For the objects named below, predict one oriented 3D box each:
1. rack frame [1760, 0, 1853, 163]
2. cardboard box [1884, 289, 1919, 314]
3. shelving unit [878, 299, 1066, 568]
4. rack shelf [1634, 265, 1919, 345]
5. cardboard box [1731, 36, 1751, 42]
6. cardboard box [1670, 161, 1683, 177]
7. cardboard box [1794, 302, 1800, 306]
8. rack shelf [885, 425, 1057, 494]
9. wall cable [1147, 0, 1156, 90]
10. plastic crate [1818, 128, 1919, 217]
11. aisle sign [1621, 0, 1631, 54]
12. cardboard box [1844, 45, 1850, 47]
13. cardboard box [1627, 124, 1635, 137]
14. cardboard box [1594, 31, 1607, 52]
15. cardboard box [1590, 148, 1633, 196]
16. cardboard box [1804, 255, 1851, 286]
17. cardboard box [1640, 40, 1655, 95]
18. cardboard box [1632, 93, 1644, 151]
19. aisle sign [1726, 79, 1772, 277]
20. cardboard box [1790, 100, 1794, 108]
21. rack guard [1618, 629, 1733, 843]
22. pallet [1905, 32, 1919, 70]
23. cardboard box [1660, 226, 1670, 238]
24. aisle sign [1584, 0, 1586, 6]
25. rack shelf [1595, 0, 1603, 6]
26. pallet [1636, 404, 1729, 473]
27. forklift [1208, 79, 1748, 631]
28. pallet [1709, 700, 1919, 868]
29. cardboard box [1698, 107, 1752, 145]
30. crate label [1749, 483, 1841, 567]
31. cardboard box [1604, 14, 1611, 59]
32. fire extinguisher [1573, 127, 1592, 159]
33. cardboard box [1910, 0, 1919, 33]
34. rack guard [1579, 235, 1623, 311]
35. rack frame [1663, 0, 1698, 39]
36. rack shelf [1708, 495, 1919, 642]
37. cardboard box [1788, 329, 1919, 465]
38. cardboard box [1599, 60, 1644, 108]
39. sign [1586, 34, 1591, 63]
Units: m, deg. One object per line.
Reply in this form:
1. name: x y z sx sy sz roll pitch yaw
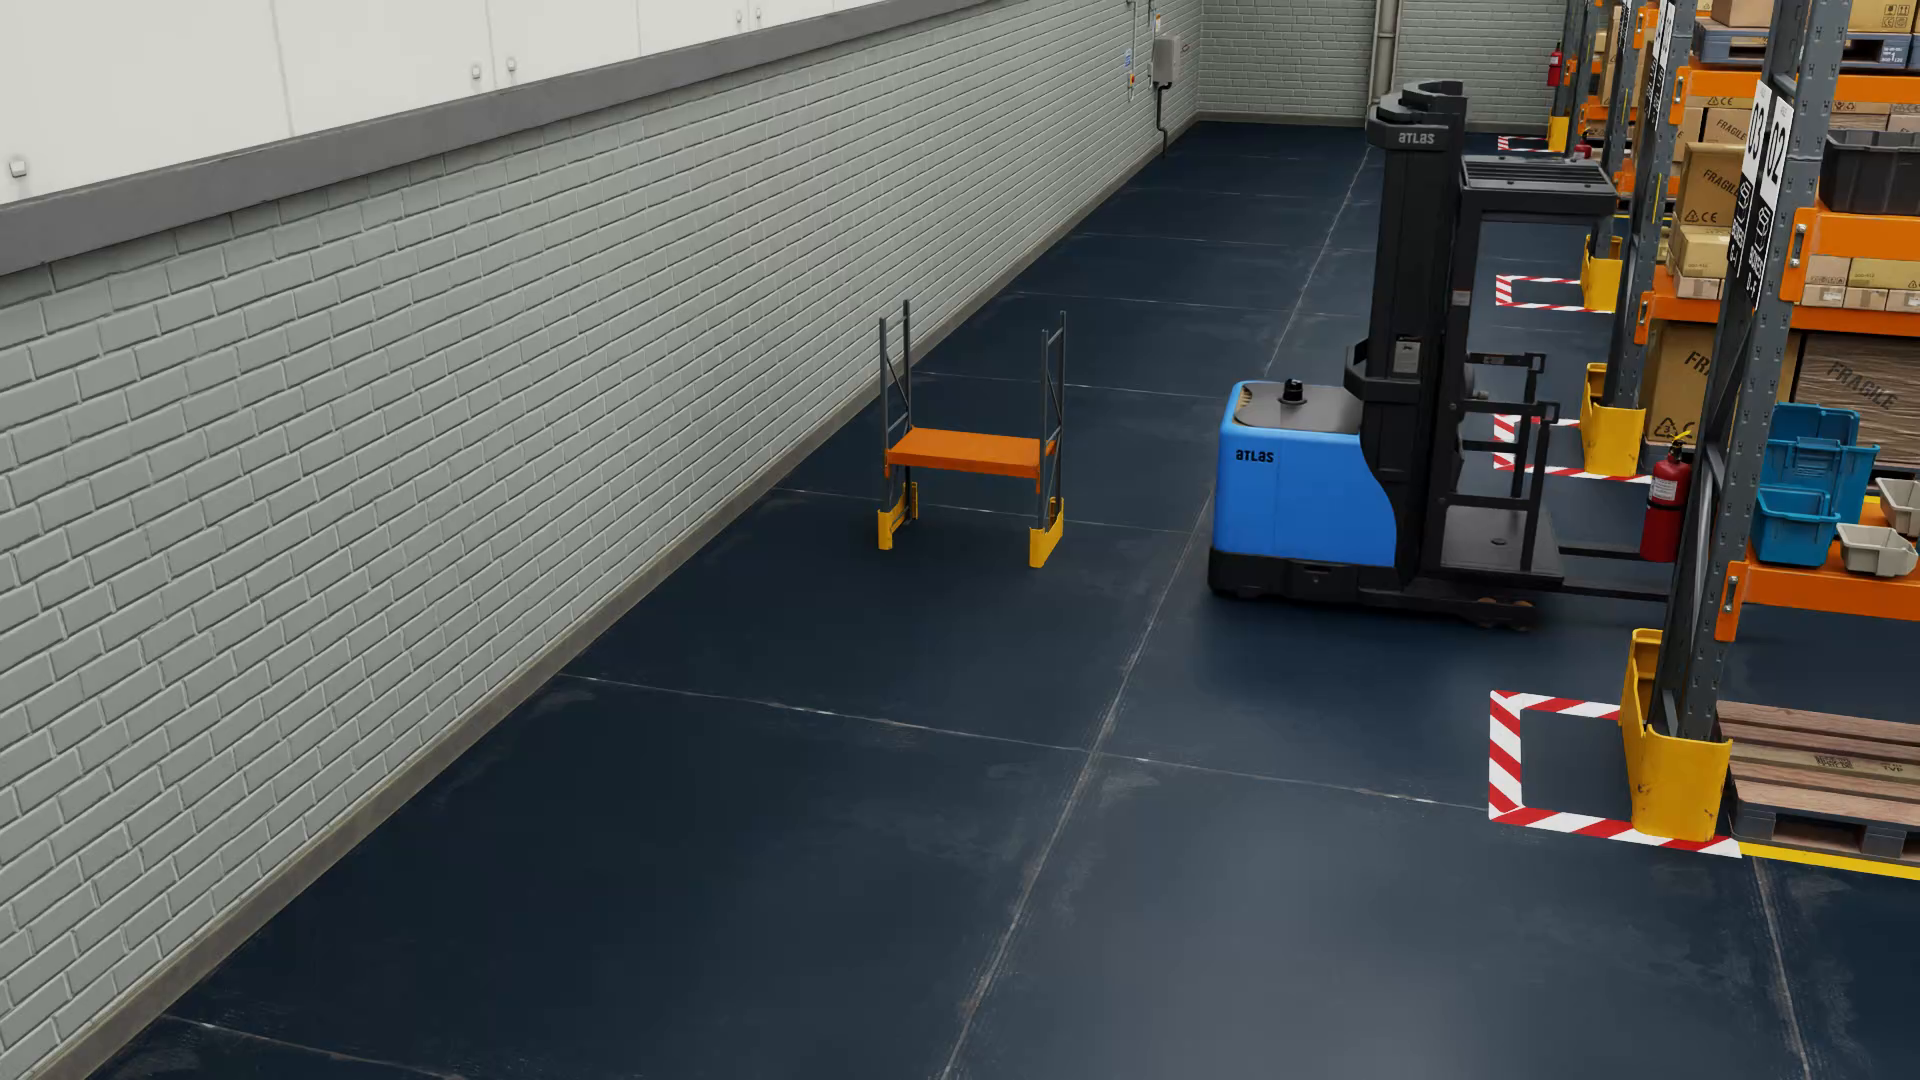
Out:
1. rack frame: 3.410 -3.032 6.305 0.127 3.000 1.000 7 23 16
2. cardboard box: 6.317 -1.641 11.150 0.250 0.149 0.380 6 23 15
3. shelving unit: 0.073 -0.686 10.465 1.083 1.500 0.587 7 23 16
4. rack shelf: 6.755 -1.504 11.433 4.000 0.370 1.077 7 23 16
5. cardboard box: 9.072 -5.902 19.756 0.500 0.500 0.500 6 23 15
6. cardboard box: 6.841 -3.564 15.836 0.250 0.149 0.380 7 23 17
7. cardboard box: 5.576 -1.726 11.356 0.250 0.149 0.380 6 23 14
8. rack shelf: 0.082 -0.518 10.531 1.000 0.185 0.538 7 23 16
9. wall cable: 2.697 -7.253 23.161 0.122 1.984 0.588 7 23 16
10. plastic crate: 3.698 -1.441 6.549 0.590 0.269 0.497 7 23 16
11. aisle sign: 6.214 -4.949 15.457 0.004 0.787 0.394 7 23 16
12. cardboard box: 8.373 -4.368 15.625 0.500 0.500 0.500 6 23 14
13. cardboard box: 10.087 -6.174 25.072 0.250 0.149 0.380 6 23 13
14. cardboard box: 9.490 -7.381 24.618 0.500 0.250 0.500 7 23 16
15. cardboard box: 8.364 -4.630 20.927 0.875 0.438 0.875 6 23 14
16. cardboard box: 5.722 -1.919 11.302 0.500 0.250 0.500 6 23 15
17. cardboard box: 6.880 -4.534 16.030 0.500 0.500 0.500 6 23 14
18. cardboard box: 6.875 -4.075 16.229 0.500 0.500 0.500 7 23 17
19. aisle sign: 3.426 -1.574 7.229 0.004 0.787 0.394 7 23 16
20. cardboard box: 7.700 -4.230 15.288 0.500 0.500 0.500 6 23 14
21. rack guard: 3.383 0.902 7.913 0.348 0.500 1.175 7 23 16
22. pallet: 6.726 -3.192 10.765 1.213 0.211 1.003 7 23 15
23. cardboard box: 6.950 -3.032 16.628 0.250 0.149 0.380 7 23 16
24. aisle sign: 7.724 -6.980 20.409 0.004 0.787 0.394 7 23 16
25. rack shelf: 9.618 -6.493 19.641 4.000 0.370 1.077 7 23 16
26. pallet: 5.629 -0.707 12.215 1.213 0.211 1.003 7 23 16
27. forklift: 3.057 -1.060 9.492 3.031 2.935 1.130 5 23 13
28. pallet: 4.188 1.138 7.718 1.213 0.211 1.003 7 23 16
29. cardboard box: 7.240 -3.832 15.636 0.500 0.500 0.500 7 23 16
30. crate label: 3.551 -0.060 7.106 0.303 0.233 0.416 7 23 16
31. cardboard box: 8.234 -6.199 20.482 0.500 0.500 0.500 7 23 17
32. fire extinguisher: 6.262 -3.834 16.758 0.183 0.674 0.296 7 23 16
33. cardboard box: 6.367 -3.549 10.700 0.500 0.500 0.700 5 23 12
34. rack guard: 6.443 -2.682 16.651 0.348 0.500 1.175 7 23 16
35. rack frame: 4.841 -4.832 10.692 0.127 3.000 1.000 7 23 16
36. rack shelf: 5.325 0.295 7.045 4.000 0.370 1.077 7 23 16
37. cardboard box: 6.348 -1.127 11.811 0.875 0.875 0.875 7 23 16
38. cardboard box: 8.080 -5.546 20.207 0.500 0.500 0.500 6 23 15
39. sign: 7.537 -5.893 19.939 0.005 0.325 0.100 7 23 16
